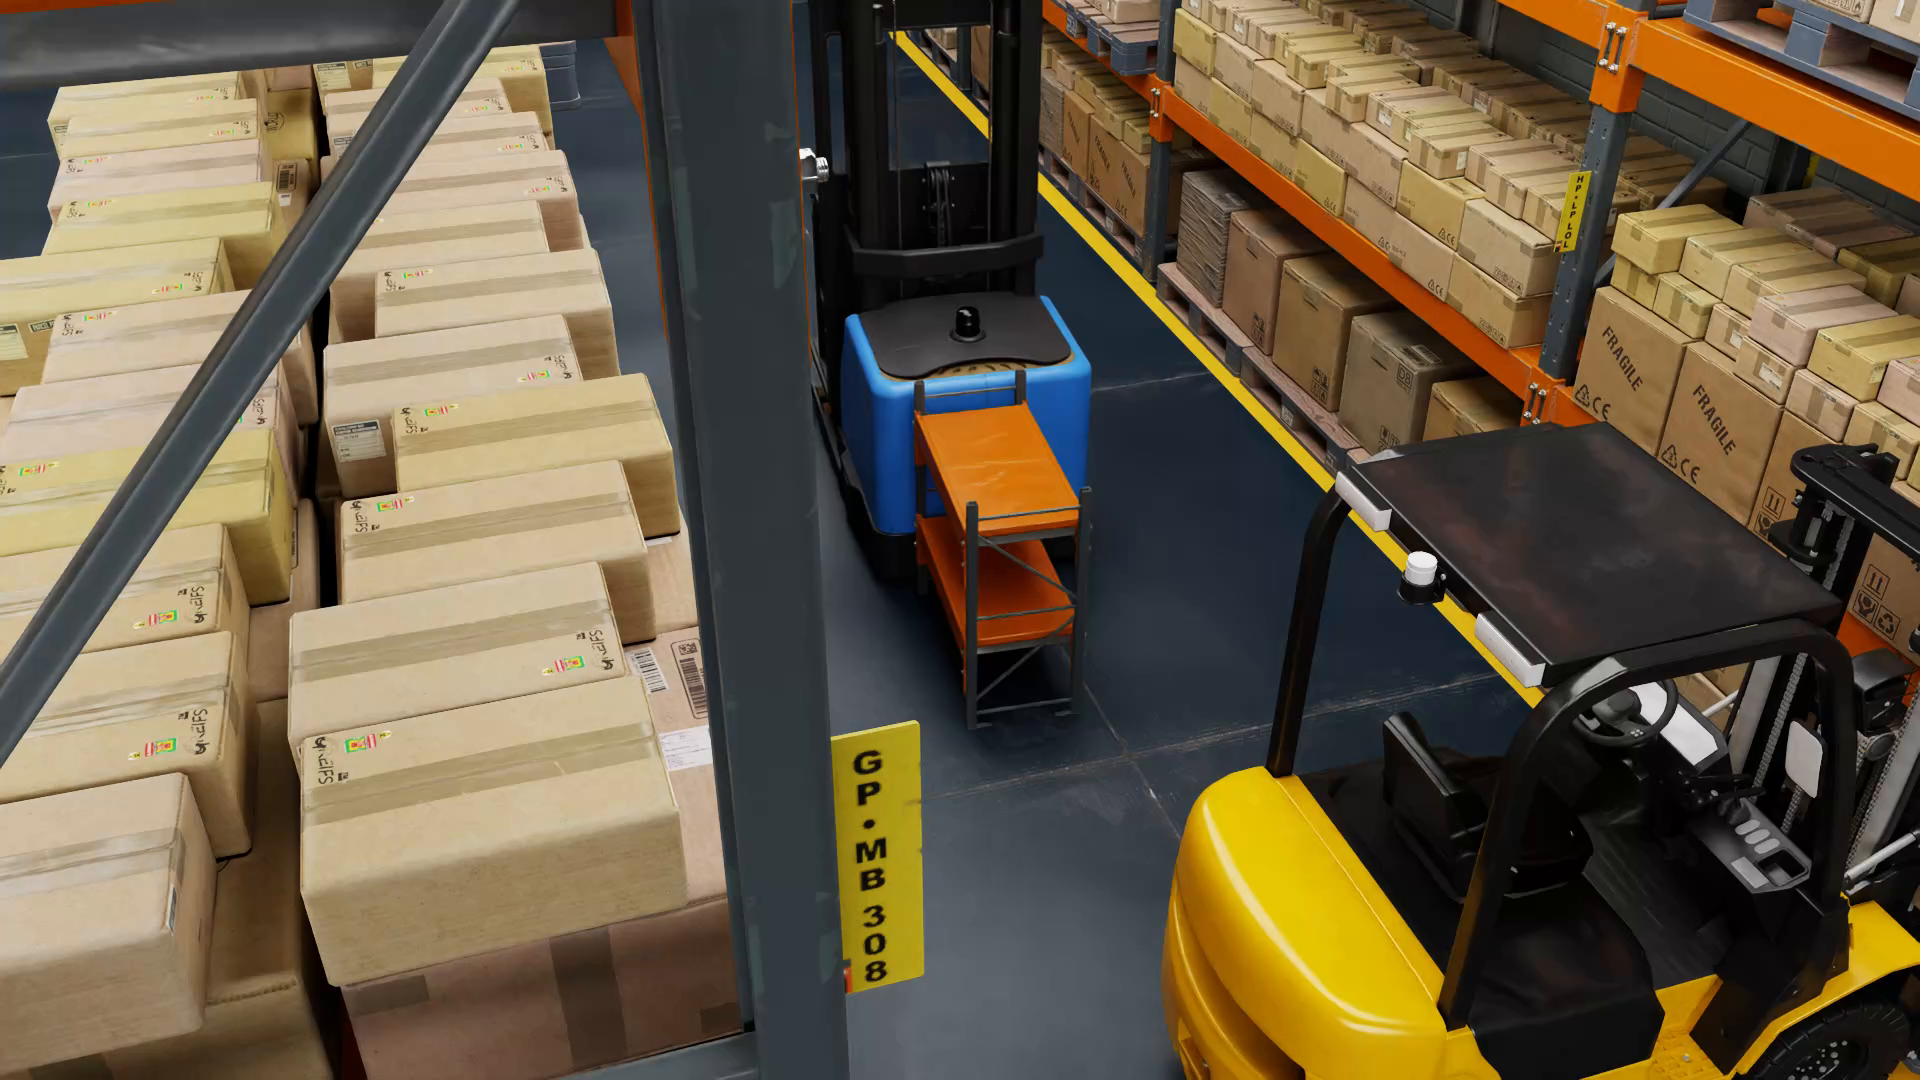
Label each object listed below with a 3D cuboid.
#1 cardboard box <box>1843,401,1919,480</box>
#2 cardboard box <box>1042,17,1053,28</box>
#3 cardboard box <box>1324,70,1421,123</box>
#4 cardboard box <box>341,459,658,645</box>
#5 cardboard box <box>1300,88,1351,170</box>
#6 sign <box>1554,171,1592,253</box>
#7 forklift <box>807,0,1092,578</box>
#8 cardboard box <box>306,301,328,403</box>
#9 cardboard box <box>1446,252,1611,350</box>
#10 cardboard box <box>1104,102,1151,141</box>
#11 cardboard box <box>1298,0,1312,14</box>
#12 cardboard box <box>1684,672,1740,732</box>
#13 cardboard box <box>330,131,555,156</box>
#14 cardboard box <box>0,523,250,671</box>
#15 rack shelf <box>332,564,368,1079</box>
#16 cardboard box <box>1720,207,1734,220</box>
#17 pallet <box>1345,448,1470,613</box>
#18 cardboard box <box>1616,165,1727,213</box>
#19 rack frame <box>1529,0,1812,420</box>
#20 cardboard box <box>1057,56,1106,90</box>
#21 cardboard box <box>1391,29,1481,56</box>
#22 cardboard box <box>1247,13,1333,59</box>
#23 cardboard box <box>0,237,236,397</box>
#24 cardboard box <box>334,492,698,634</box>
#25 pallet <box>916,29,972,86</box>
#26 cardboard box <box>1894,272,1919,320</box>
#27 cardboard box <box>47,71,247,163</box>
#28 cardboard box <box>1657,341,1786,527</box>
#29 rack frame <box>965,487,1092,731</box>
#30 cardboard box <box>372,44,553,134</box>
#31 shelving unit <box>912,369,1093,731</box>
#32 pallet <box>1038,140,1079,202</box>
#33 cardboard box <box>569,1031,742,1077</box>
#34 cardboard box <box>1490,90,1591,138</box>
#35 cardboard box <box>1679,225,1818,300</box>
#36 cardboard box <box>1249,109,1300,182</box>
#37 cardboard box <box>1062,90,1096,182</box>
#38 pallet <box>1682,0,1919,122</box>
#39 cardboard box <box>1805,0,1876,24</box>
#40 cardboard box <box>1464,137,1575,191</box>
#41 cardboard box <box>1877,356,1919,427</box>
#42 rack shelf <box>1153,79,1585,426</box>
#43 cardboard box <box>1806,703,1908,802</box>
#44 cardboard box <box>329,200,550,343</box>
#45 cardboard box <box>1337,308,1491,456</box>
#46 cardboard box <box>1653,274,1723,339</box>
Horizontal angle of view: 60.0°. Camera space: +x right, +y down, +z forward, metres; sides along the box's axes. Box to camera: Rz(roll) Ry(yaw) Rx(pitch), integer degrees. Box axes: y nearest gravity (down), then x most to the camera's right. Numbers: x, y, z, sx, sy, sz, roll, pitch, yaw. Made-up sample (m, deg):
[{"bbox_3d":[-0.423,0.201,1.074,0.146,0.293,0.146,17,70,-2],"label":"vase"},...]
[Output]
[{"bbox_3d":[3.115,-0.348,5.377,0.380,0.149,0.250,-11,35,-16],"label":"cardboard box"},{"bbox_3d":[0.665,-3.888,12.711,0.380,0.149,0.250,-11,35,-16],"label":"cardboard box"},{"bbox_3d":[2.017,-2.171,8.135,0.380,0.149,0.250,-11,35,-16],"label":"cardboard box"},{"bbox_3d":[-0.624,0.041,2.251,0.380,0.149,0.250,-10,35,-15],"label":"cardboard box"},{"bbox_3d":[2.062,-2.092,8.377,0.500,0.250,0.500,-10,35,-14],"label":"cardboard box"},{"bbox_3d":[2.391,-1.278,6.485,0.100,0.325,0.005,-10,35,-15],"label":"sign"},{"bbox_3d":[-0.210,-1.850,8.390,1.130,2.935,3.031,-7,34,-11],"label":"forklift"},{"bbox_3d":[-1.485,-0.325,3.166,0.500,0.250,0.500,-10,35,-14],"label":"cardboard box"},{"bbox_3d":[2.502,-1.082,7.303,0.500,0.250,0.500,-9,35,-14],"label":"cardboard box"},{"bbox_3d":[1.180,-2.782,11.038,0.380,0.149,0.250,-12,35,-17],"label":"cardboard box"},{"bbox_3d":[2.163,-3.082,9.513,0.380,0.149,0.250,-9,35,-13],"label":"cardboard box"},{"bbox_3d":[3.057,0.675,6.168,0.500,0.250,0.500,-10,35,-15],"label":"cardboard box"},{"bbox_3d":[-1.275,-0.949,4.111,0.500,0.250,0.500,-11,35,-16],"label":"cardboard box"},{"bbox_3d":[-1.122,0.132,2.113,0.380,0.149,0.250,-10,35,-15],"label":"cardboard box"},{"bbox_3d":[-1.211,0.011,3.444,1.077,0.370,4.000,-10,35,-15],"label":"rack shelf"},{"bbox_3d":[2.995,-1.380,7.300,0.500,0.250,0.500,-11,35,-16],"label":"cardboard box"},{"bbox_3d":[2.643,-0.141,8.272,1.003,0.211,1.213,-10,35,-15],"label":"pallet"},{"bbox_3d":[3.002,-1.457,7.056,0.380,0.149,0.250,-11,35,-16],"label":"cardboard box"},{"bbox_3d":[2.905,-0.924,6.928,1.000,3.000,0.127,-10,35,-15],"label":"rack frame"},{"bbox_3d":[0.915,-3.345,11.890,0.380,0.149,0.250,-12,35,-17],"label":"cardboard box"},{"bbox_3d":[2.487,-2.551,8.710,0.380,0.149,0.250,-11,35,-16],"label":"cardboard box"},{"bbox_3d":[1.779,-2.714,8.958,0.380,0.149,0.250,-10,35,-14],"label":"cardboard box"},{"bbox_3d":[-1.485,-0.394,2.910,0.380,0.149,0.250,-9,35,-14],"label":"cardboard box"},{"bbox_3d":[-0.645,0.125,2.486,0.500,0.250,0.500,-11,35,-15],"label":"cardboard box"},{"bbox_3d":[0.256,-4.322,14.599,1.003,0.211,1.213,-10,35,-15],"label":"pallet"},{"bbox_3d":[3.557,-0.848,5.863,0.380,0.149,0.250,-11,35,-16],"label":"cardboard box"},{"bbox_3d":[-1.802,-0.933,3.724,0.380,0.149,0.250,-10,35,-15],"label":"cardboard box"},{"bbox_3d":[2.967,-0.419,6.072,0.500,0.500,0.500,-9,35,-14],"label":"cardboard box"},{"bbox_3d":[0.270,0.299,6.777,0.500,1.125,0.032,-7,34,-11],"label":"rack frame"},{"bbox_3d":[-1.166,-1.048,3.899,0.380,0.149,0.250,-9,35,-13],"label":"cardboard box"},{"bbox_3d":[0.158,0.026,7.190,0.538,1.125,1.048,-7,34,-11],"label":"shelving unit"},{"bbox_3d":[1.125,-2.899,12.446,1.003,0.211,1.213,-10,35,-15],"label":"pallet"},{"bbox_3d":[-0.393,0.637,2.072,0.380,0.149,0.250,-10,35,-15],"label":"cardboard box"},{"bbox_3d":[2.746,-2.004,7.883,0.380,0.149,0.250,-10,35,-15],"label":"cardboard box"},{"bbox_3d":[2.903,-1.024,6.131,0.380,0.149,0.250,-9,35,-14],"label":"cardboard box"},{"bbox_3d":[1.900,-2.154,8.925,0.500,0.250,0.500,-11,35,-16],"label":"cardboard box"},{"bbox_3d":[1.046,-2.882,11.776,0.500,0.500,0.500,-9,34,-13],"label":"cardboard box"},{"bbox_3d":[3.190,-1.695,5.455,1.003,0.211,1.213,-10,35,-15],"label":"pallet"},{"bbox_3d":[2.927,-1.878,5.259,0.500,0.311,0.500,-9,35,-14],"label":"cardboard box"},{"bbox_3d":[2.469,-1.649,7.345,0.380,0.149,0.250,-10,35,-15],"label":"cardboard box"},{"bbox_3d":[3.188,-0.481,5.308,0.380,0.149,0.250,-10,35,-15],"label":"cardboard box"},{"bbox_3d":[2.295,-1.674,8.716,1.077,0.370,4.000,-10,35,-15],"label":"rack shelf"},{"bbox_3d":[3.216,0.743,5.610,0.500,0.250,0.500,-11,35,-16],"label":"cardboard box"},{"bbox_3d":[-0.949,-0.492,3.058,0.380,0.149,0.250,-9,35,-14],"label":"cardboard box"},{"bbox_3d":[2.506,-0.790,8.497,0.875,0.625,0.625,-10,35,-15],"label":"cardboard box"},{"bbox_3d":[2.832,-0.889,6.196,0.380,0.149,0.250,-9,35,-14],"label":"cardboard box"}]
